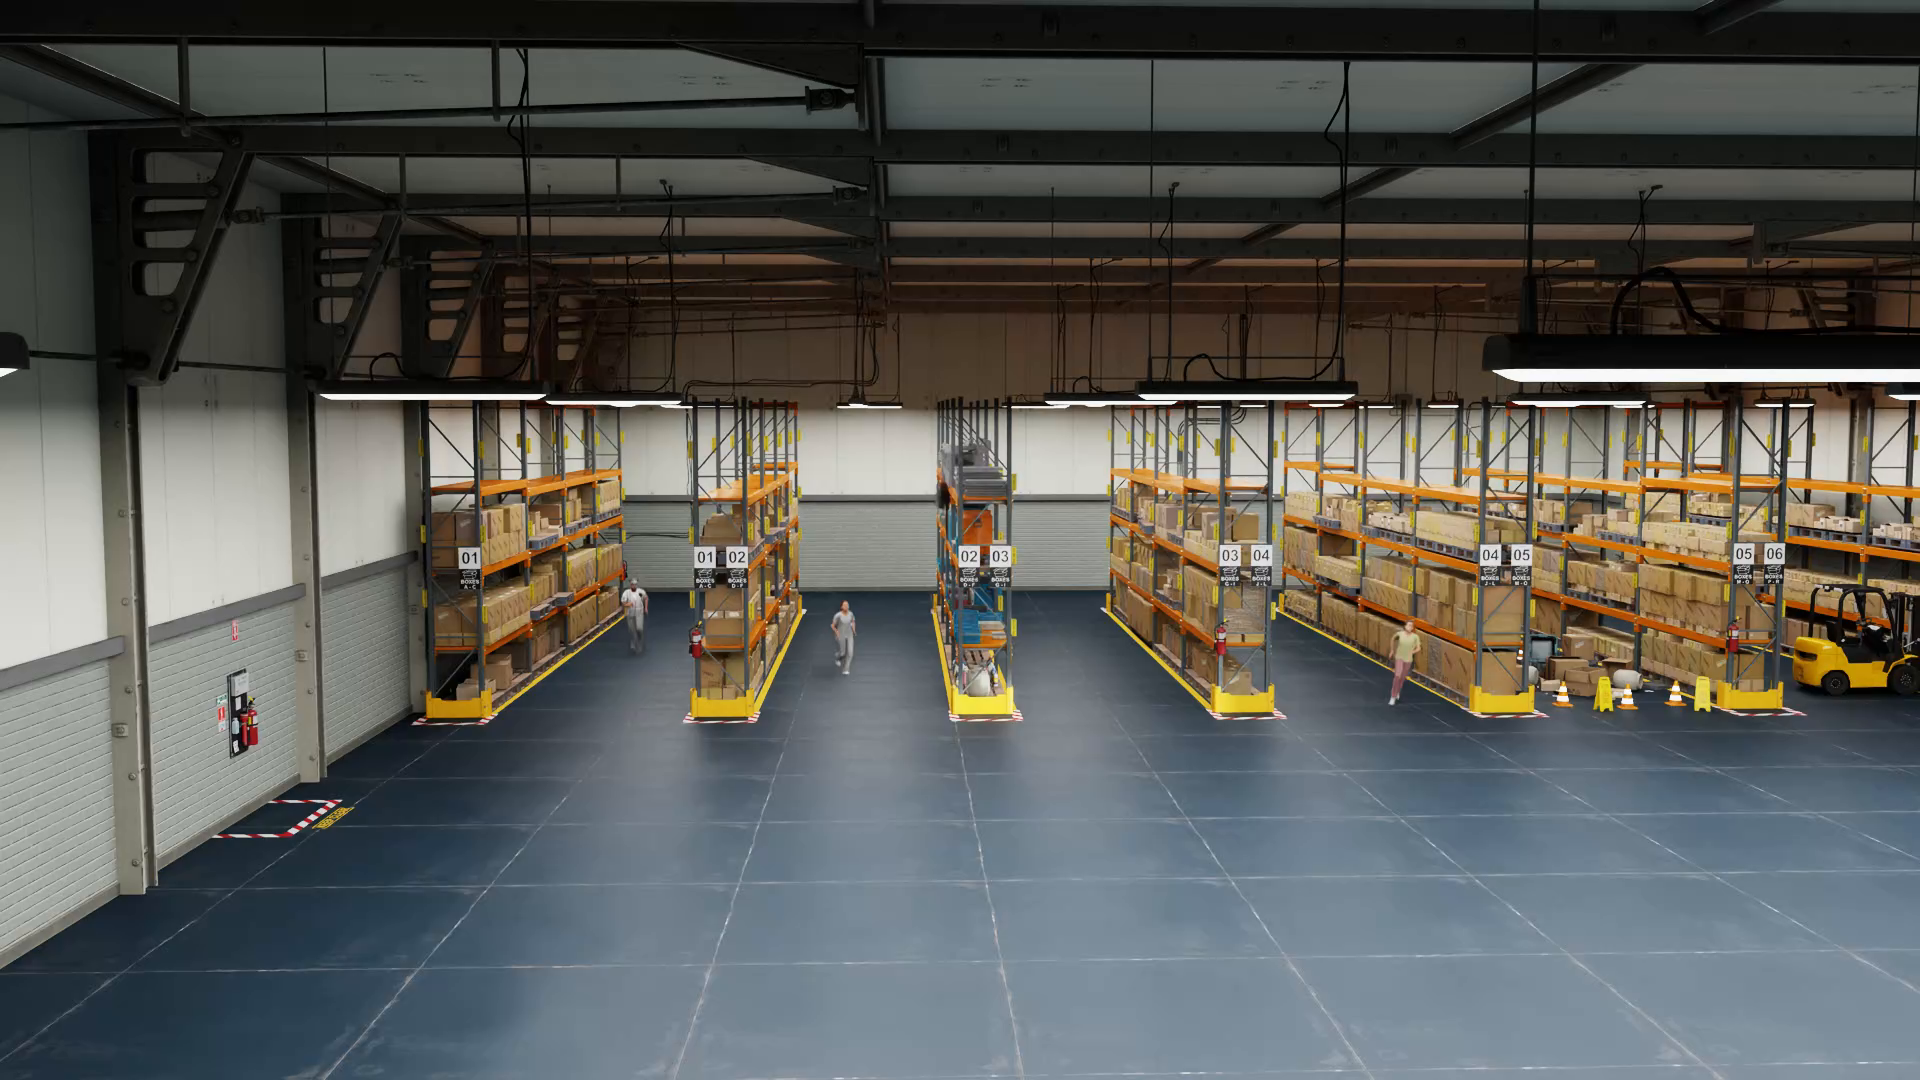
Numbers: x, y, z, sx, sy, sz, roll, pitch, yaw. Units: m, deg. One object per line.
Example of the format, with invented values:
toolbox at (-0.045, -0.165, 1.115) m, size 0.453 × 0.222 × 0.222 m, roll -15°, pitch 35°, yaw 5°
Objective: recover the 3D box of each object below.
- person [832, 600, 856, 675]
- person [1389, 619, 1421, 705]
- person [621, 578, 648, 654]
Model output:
person at (-2.539, 2.113, 36.343) m, size 0.573 × 1.620 × 0.694 m, roll -2°, pitch 5°, yaw -24°
person at (8.680, 2.360, 32.562) m, size 0.633 × 1.644 × 0.867 m, roll 0°, pitch 4°, yaw 5°
person at (-7.722, 1.807, 39.458) m, size 0.613 × 1.833 × 0.855 m, roll -1°, pitch 4°, yaw -7°
